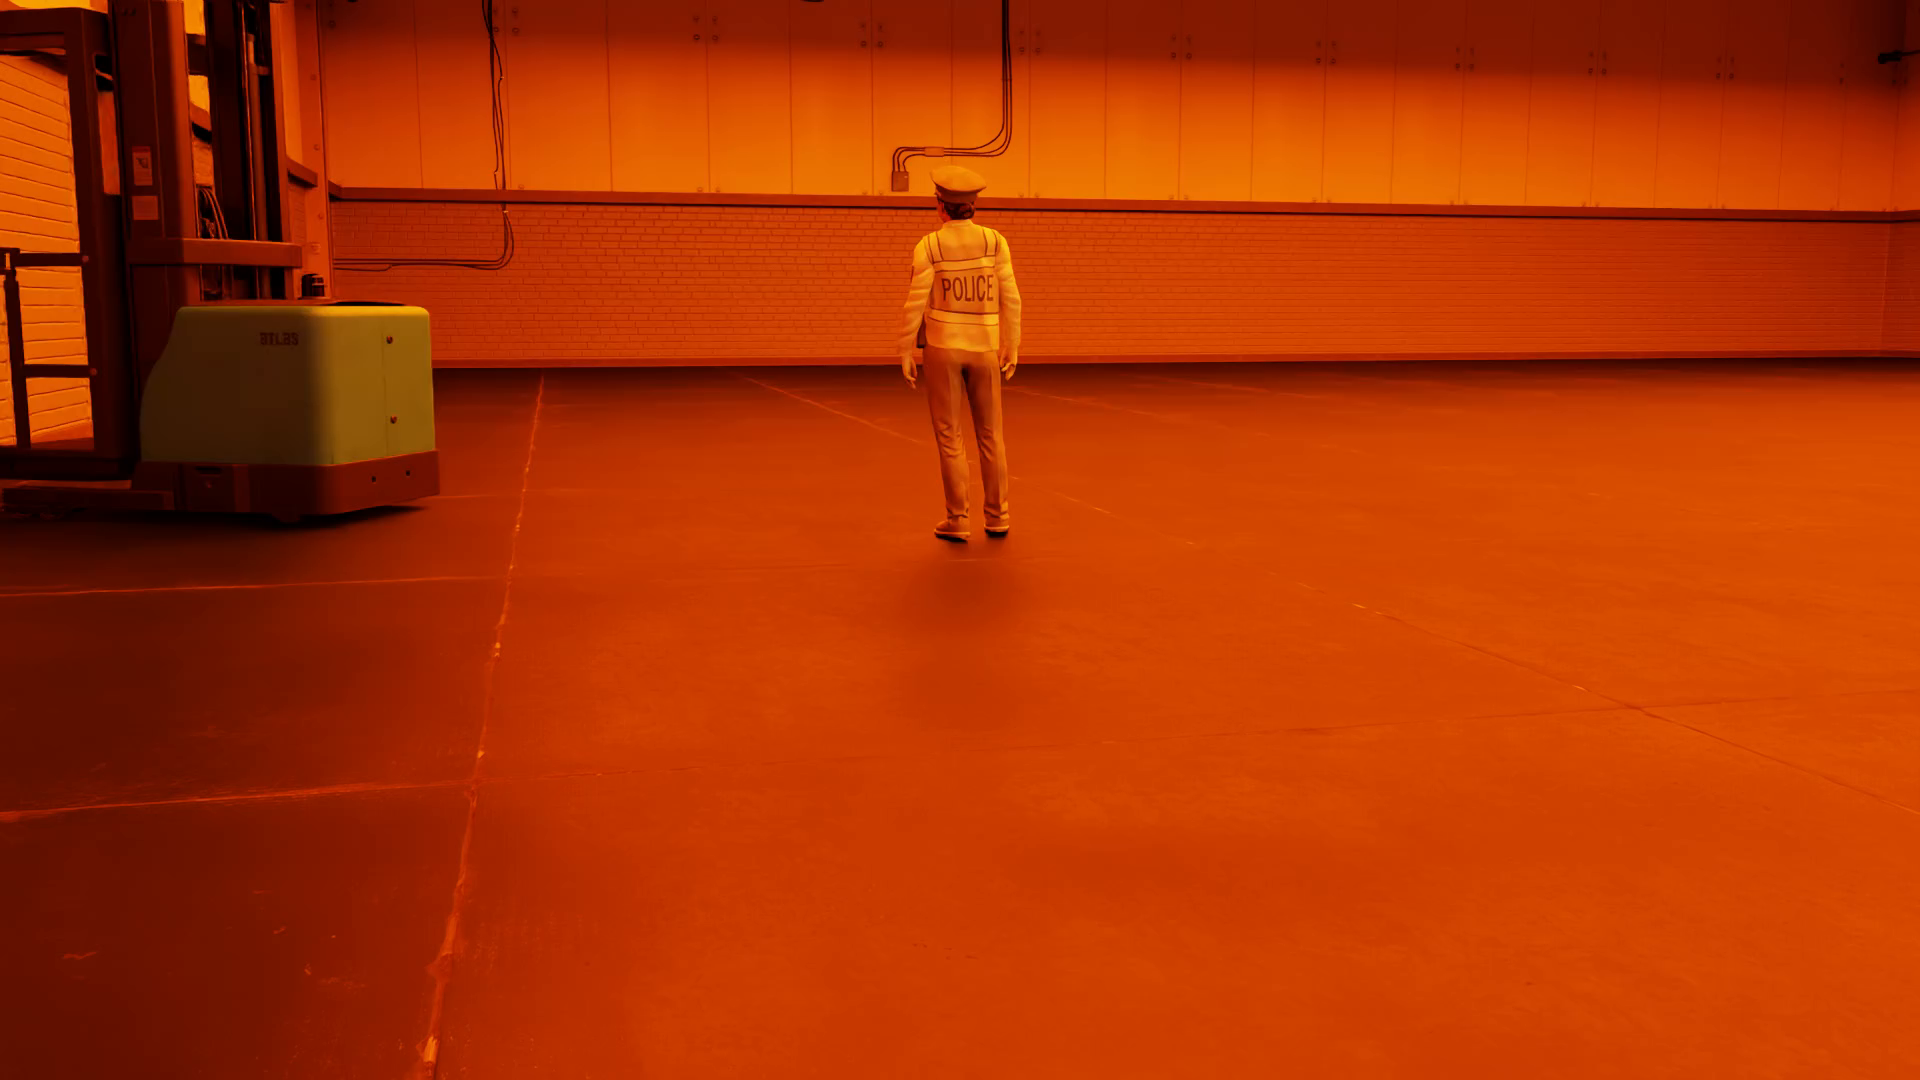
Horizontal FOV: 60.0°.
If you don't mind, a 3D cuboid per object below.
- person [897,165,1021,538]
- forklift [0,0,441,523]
[{"bbox_3d":[-0.007,-0.856,7.657,0.581,1.695,0.531,-2,8,-13],"label":"person"},{"bbox_3d":[-4.373,-1.620,8.704,3.031,2.935,1.130,2,8,14],"label":"forklift"}]
